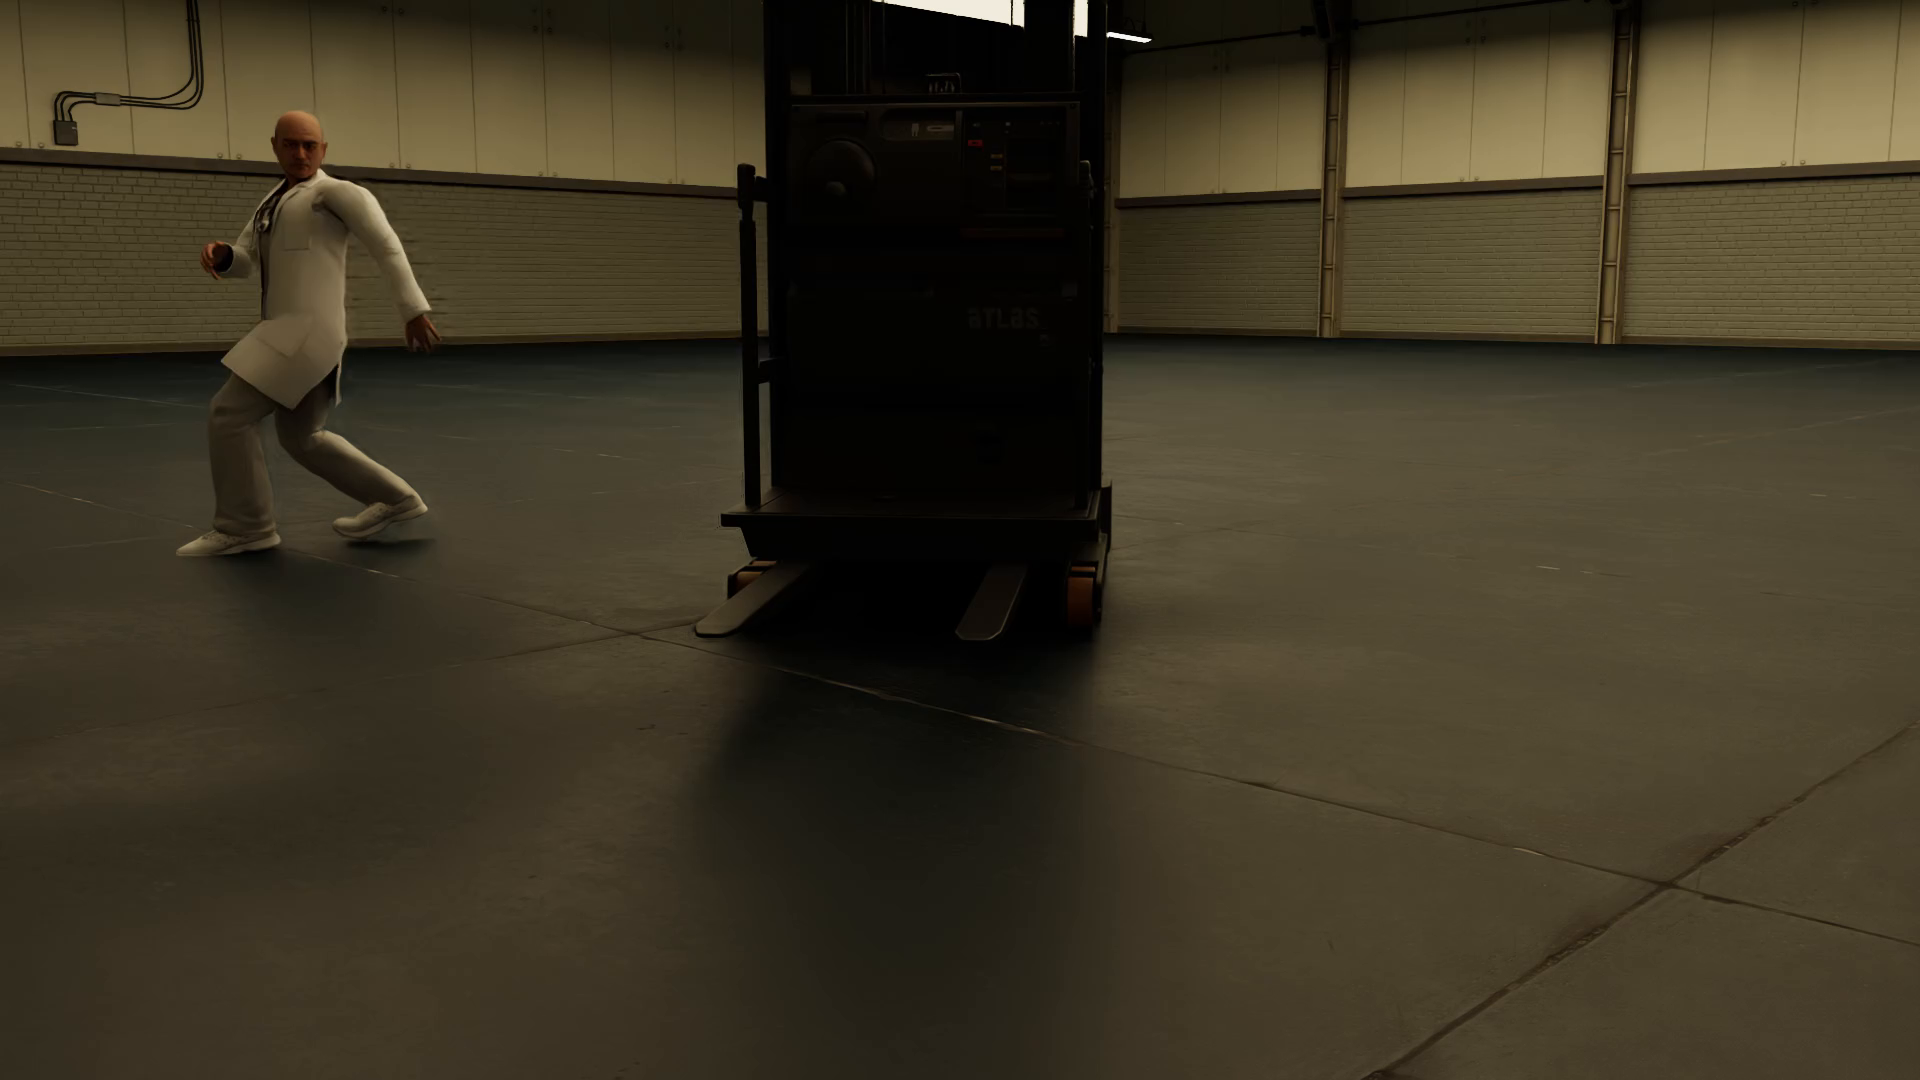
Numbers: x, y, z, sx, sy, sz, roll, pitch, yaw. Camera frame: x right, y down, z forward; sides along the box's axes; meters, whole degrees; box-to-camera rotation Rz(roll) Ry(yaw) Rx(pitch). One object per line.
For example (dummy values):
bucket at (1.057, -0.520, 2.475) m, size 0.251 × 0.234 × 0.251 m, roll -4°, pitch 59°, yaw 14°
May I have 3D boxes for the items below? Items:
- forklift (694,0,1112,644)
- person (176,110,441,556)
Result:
forklift at (-0.106, -1.232, 5.057) m, size 1.130 × 2.935 × 3.031 m, roll 1°, pitch 9°, yaw 6°
person at (-2.539, -0.786, 6.403) m, size 0.975 × 1.696 × 0.619 m, roll -4°, pitch 10°, yaw -27°
